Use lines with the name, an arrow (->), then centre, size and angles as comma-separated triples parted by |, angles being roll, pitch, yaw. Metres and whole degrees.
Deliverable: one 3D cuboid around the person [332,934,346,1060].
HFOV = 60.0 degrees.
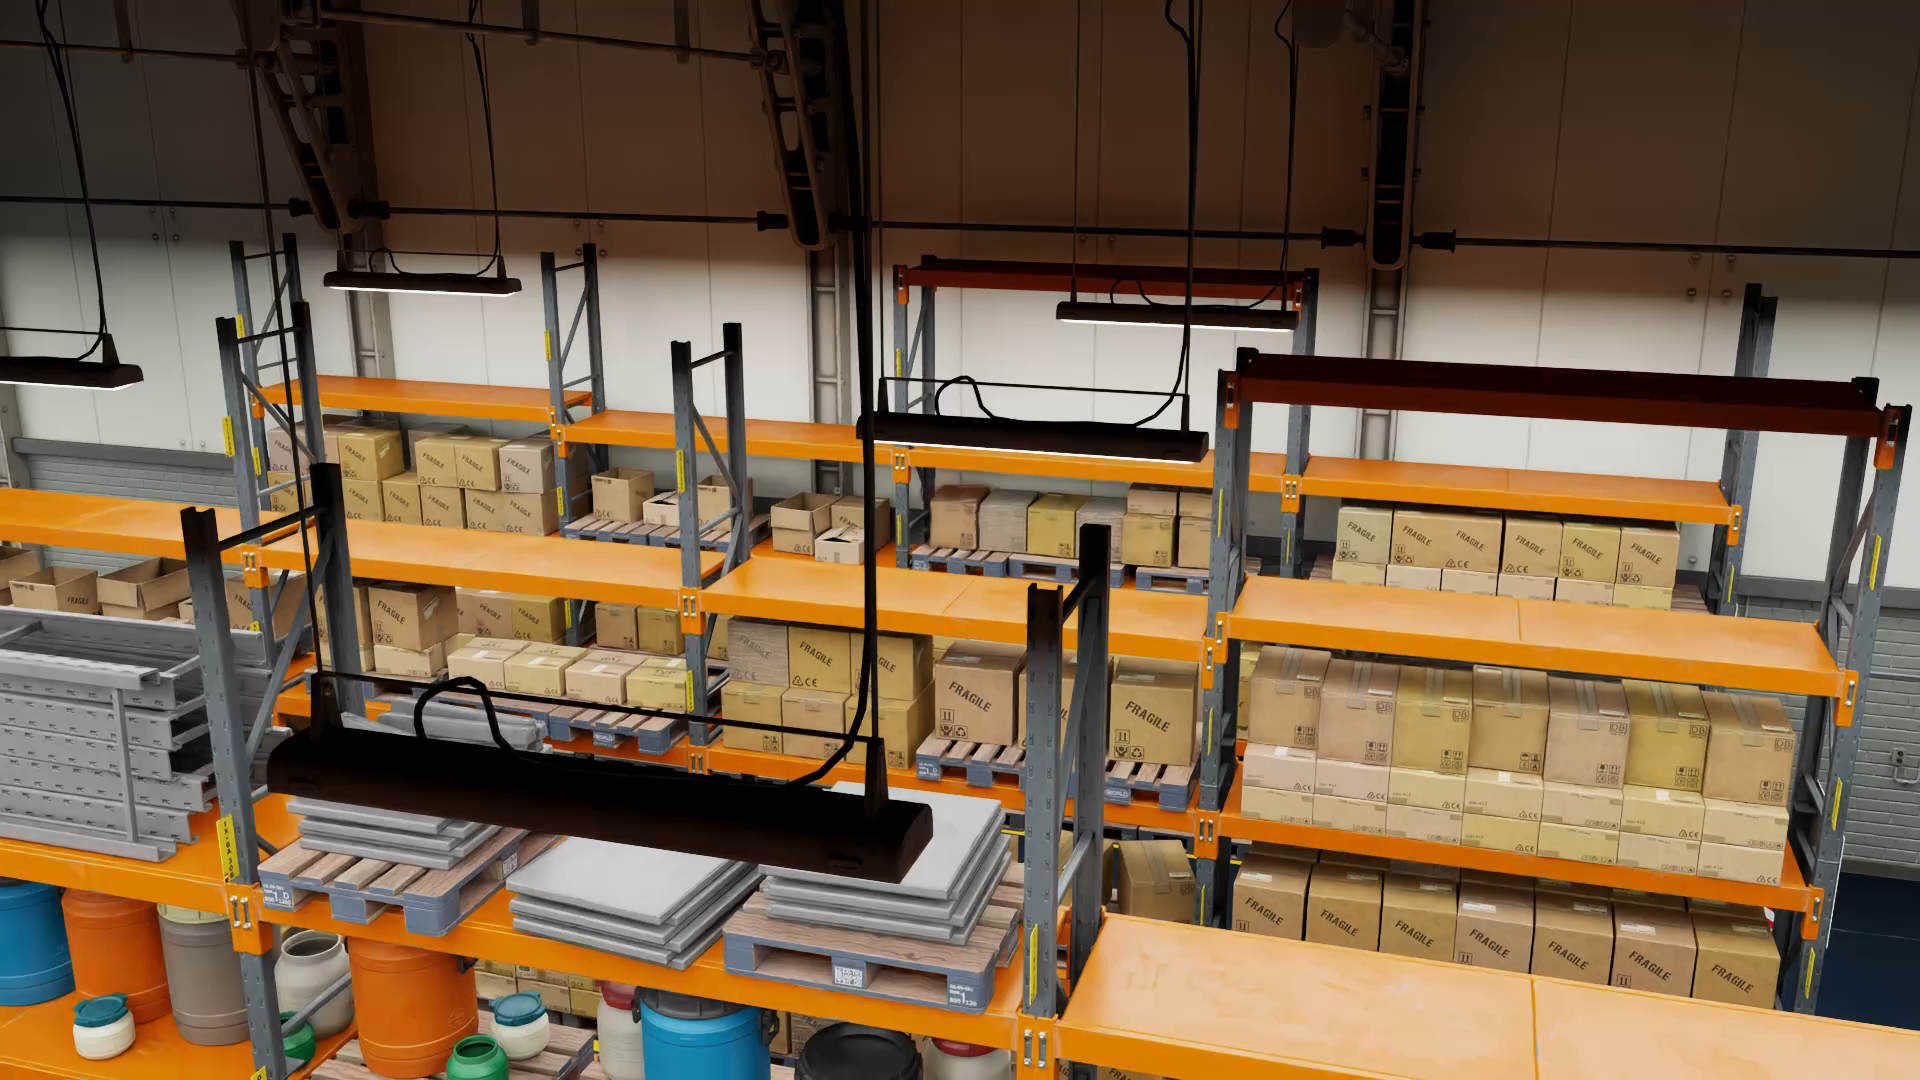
person -> -4.828, 3.690, 12.866 | 0.506, 1.720, 0.571 | 6, 17, 21
